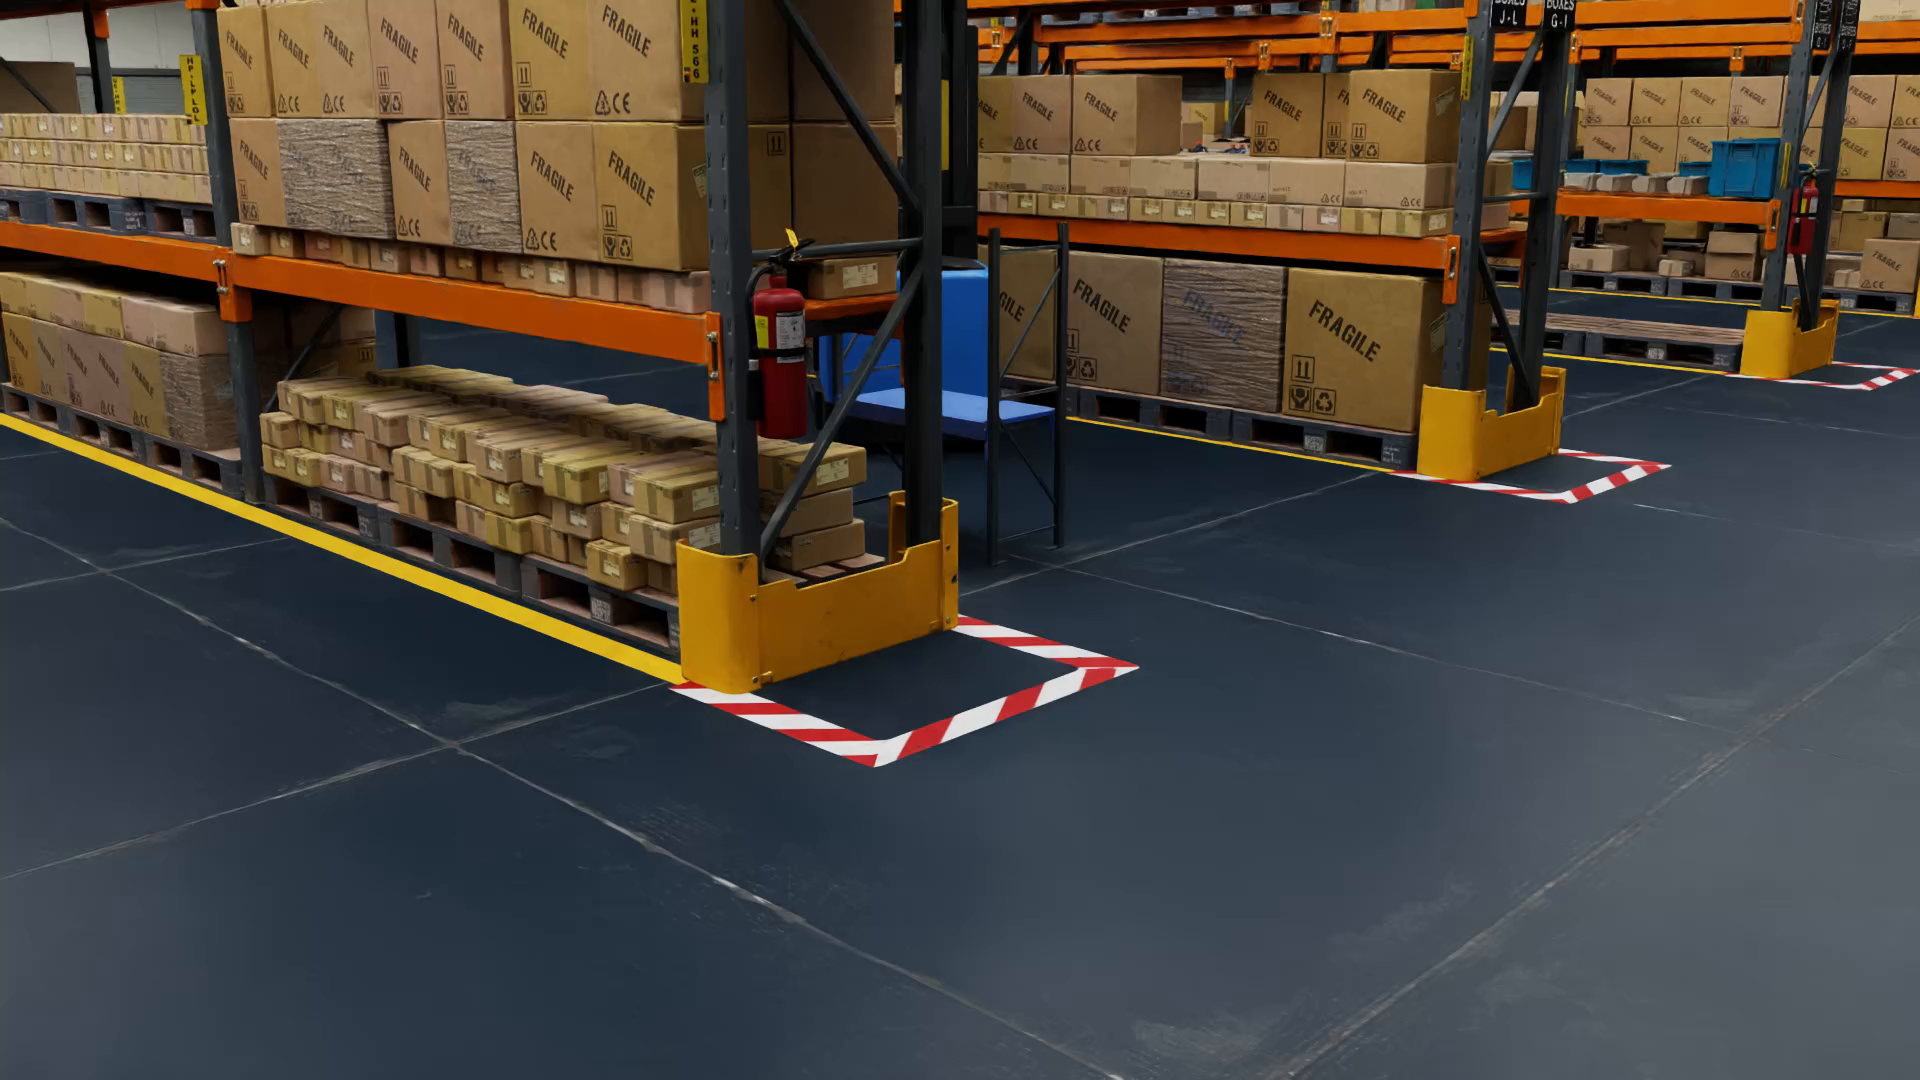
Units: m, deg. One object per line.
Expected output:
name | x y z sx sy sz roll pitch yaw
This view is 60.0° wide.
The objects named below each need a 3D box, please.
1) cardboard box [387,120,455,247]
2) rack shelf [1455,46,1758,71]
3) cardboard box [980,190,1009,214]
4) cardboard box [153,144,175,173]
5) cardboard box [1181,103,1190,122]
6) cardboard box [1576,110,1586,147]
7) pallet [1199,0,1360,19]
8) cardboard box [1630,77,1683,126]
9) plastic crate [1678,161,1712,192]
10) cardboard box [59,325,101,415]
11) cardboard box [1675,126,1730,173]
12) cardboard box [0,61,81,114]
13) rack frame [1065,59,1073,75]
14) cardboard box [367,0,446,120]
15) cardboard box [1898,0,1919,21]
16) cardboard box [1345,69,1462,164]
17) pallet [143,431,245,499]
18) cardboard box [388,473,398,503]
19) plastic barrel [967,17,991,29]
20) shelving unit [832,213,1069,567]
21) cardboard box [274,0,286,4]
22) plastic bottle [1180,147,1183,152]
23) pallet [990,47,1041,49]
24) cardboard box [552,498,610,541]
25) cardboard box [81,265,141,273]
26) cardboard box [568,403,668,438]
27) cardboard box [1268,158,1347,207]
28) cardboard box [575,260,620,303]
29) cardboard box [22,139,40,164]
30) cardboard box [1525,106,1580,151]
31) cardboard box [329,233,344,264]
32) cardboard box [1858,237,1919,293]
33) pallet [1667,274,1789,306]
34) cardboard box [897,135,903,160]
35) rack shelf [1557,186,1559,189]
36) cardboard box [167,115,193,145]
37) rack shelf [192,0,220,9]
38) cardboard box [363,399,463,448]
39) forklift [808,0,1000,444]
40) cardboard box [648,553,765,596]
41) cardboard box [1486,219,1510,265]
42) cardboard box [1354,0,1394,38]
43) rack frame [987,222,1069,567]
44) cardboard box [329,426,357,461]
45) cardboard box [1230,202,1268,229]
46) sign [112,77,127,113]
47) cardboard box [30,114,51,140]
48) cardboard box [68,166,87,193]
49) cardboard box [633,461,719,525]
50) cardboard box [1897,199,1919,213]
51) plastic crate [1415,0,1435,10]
cardboard box | -2.048 -1.515 7.011 0.500 0.500 0.500 -13 20 -41
rack shelf | 9.055 -6.757 23.395 4.000 0.370 1.077 14 20 42
cardboard box | 0.352 -2.327 11.412 0.250 0.149 0.380 13 19 40
cardboard box | -4.126 -2.073 9.015 0.380 0.149 0.250 -13 20 -42
cardboard box | 3.818 -7.117 28.067 0.500 0.500 0.500 14 20 42
cardboard box | 8.895 -5.804 23.432 0.500 0.500 0.500 -14 20 -43
pallet | 2.986 -4.985 15.541 1.003 0.211 1.213 14 20 42
cardboard box | 7.575 -4.713 17.888 0.500 0.500 0.500 13 19 40
plastic crate | 6.075 -2.972 13.602 0.300 0.233 0.416 14 20 42
cardboard box | -5.145 -1.071 10.219 0.500 0.500 0.500 13 19 41
cardboard box | 7.966 -4.137 17.661 0.500 0.500 0.500 14 20 42
cardboard box | -6.531 -3.037 11.456 0.500 0.500 0.700 14 20 42
rack frame | 1.300 -5.804 24.259 0.127 3.000 1.000 14 20 42
cardboard box | -2.086 -2.005 6.907 0.500 0.500 0.500 13 19 40
cardboard box | 9.386 -5.125 16.001 0.500 0.250 0.500 14 20 42
cardboard box | 2.527 -2.378 9.331 0.500 0.500 0.500 14 20 43
pallet | -3.897 -0.511 9.473 1.213 0.211 1.003 14 20 42
cardboard box | -2.454 -0.269 7.836 0.250 0.149 0.380 13 19 40
plastic barrel | 0.298 -6.083 18.385 0.600 0.901 0.600 0 15 0
shelving unit | -0.061 -0.741 7.800 1.048 1.500 0.538 14 20 42
cardboard box | -7.296 -5.919 18.259 0.250 0.149 0.380 13 20 42
plastic bottle | 2.235 -3.953 17.252 0.185 0.351 0.144 14 20 42
pallet | 0.668 -7.357 24.447 1.213 0.211 1.003 14 20 42
cardboard box | -1.409 -0.123 6.686 0.250 0.149 0.380 13 19 40
cardboard box | -5.540 -1.708 11.177 0.500 0.250 0.500 13 19 41
cardboard box | -1.558 -0.516 7.603 0.250 0.149 0.380 14 20 43
cardboard box | 2.162 -2.104 9.764 0.500 0.250 0.500 13 20 41
cardboard box | -1.230 -1.000 6.318 0.250 0.149 0.380 13 20 42
cardboard box | -5.615 -2.435 10.405 0.250 0.149 0.380 13 19 41
cardboard box | 6.873 -4.779 19.294 0.500 0.500 0.700 7 16 24
cardboard box | -2.701 -1.376 7.762 0.250 0.149 0.380 13 19 40
cardboard box | 9.376 -2.758 16.652 0.500 0.500 0.500 14 20 42
pallet | 8.435 -2.721 17.956 1.213 0.211 1.003 14 20 42
cardboard box | -0.346 -2.687 12.098 0.500 0.500 0.500 14 20 42
rack shelf | 5.619 -4.406 20.320 4.000 0.370 1.077 14 20 42
cardboard box | -3.954 -2.175 8.817 0.250 0.149 0.380 13 19 41
rack shelf | -1.895 -2.477 6.969 4.000 0.370 1.077 14 20 42
cardboard box | -2.527 -0.543 7.707 0.380 0.149 0.250 -14 20 -43
forklift | -0.462 -2.308 10.978 1.130 2.935 3.031 -2 15 -7
cardboard box | -0.979 0.098 6.428 0.250 0.149 0.380 14 20 43
cardboard box | 6.155 -3.530 19.615 0.500 0.500 0.500 14 20 42
cardboard box | 5.259 -6.354 20.220 0.500 0.500 0.910 14 20 42
rack frame | 0.305 -0.652 7.459 0.032 1.500 0.500 14 20 42
cardboard box | -2.851 -0.506 8.156 0.250 0.149 0.380 14 20 42
cardboard box | 1.839 -1.966 10.027 0.250 0.149 0.380 13 20 41
sign | -5.845 -3.046 11.535 0.005 0.325 0.100 14 20 42
cardboard box | -5.457 -2.541 10.220 0.250 0.149 0.380 13 19 40
cardboard box | -5.077 -2.159 9.935 0.250 0.149 0.380 14 20 43
cardboard box | -1.013 -0.182 6.324 0.250 0.149 0.380 14 20 43
cardboard box | 12.116 -4.252 21.139 0.250 0.149 0.380 14 20 43
plastic crate | 4.133 -4.835 15.012 0.662 0.188 0.450 14 20 42
